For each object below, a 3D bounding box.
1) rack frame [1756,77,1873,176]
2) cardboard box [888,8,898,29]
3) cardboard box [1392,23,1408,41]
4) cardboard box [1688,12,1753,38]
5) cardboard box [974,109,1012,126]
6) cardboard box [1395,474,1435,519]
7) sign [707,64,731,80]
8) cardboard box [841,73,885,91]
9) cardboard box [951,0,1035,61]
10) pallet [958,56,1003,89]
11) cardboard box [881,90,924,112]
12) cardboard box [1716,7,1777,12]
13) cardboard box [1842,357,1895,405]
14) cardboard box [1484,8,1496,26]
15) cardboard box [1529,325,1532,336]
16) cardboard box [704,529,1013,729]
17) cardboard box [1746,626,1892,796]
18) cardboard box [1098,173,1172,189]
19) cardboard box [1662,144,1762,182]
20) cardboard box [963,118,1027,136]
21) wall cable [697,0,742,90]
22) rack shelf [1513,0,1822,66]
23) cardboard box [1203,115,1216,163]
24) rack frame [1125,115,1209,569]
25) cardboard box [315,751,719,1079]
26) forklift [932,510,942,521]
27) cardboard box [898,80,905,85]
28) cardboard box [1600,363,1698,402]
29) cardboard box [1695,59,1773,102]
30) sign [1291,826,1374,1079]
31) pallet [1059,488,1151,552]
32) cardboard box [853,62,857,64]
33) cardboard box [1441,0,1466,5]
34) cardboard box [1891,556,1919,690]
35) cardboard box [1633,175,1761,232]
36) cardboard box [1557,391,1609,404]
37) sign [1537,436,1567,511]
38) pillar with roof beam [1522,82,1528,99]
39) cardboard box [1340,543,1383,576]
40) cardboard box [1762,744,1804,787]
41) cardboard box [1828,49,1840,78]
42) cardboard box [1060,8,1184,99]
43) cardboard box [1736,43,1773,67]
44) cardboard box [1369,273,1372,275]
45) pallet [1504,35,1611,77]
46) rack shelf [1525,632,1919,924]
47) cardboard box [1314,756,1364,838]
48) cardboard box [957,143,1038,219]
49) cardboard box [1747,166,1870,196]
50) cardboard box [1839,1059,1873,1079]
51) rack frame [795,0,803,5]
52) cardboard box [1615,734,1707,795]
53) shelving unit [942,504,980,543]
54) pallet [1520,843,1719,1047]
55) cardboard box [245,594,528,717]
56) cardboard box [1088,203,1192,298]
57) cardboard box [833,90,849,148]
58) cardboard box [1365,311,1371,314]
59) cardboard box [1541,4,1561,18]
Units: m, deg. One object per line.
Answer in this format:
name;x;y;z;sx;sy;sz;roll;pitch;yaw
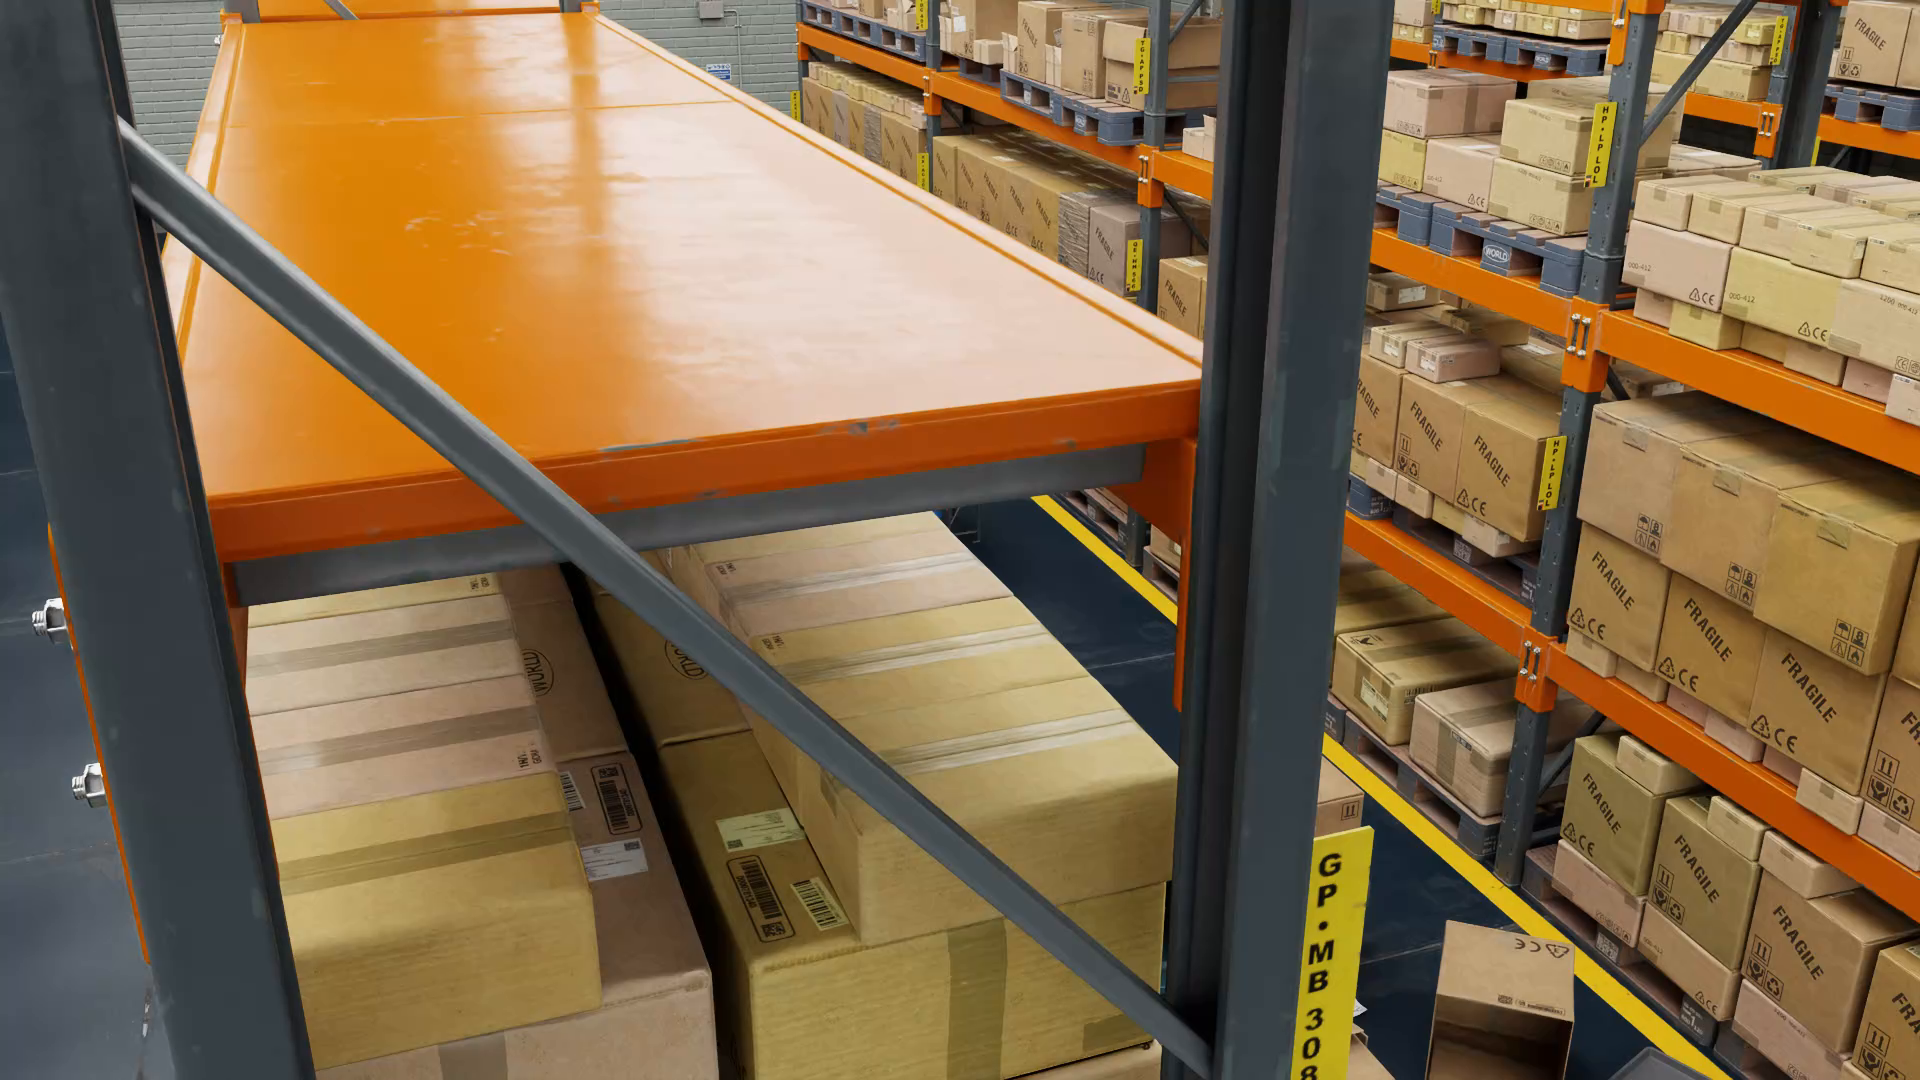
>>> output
rack frame;6.263;-1.962;12.543;1.000;3.000;0.127;-8;24;-19
cardboard box;-0.410;-4.523;14.412;0.380;0.149;0.250;-8;24;-18
cardboard box;4.363;-4.861;15.884;0.380;0.149;0.250;-8;24;-19
cardboard box;5.730;-3.880;12.528;0.380;0.149;0.250;-9;25;-21
cardboard box;0.339;-3.689;14.389;0.380;0.149;0.250;-9;24;-20
cardboard box;2.393;-0.240;8.240;0.380;0.149;0.250;-9;24;-20
sign;-3.286;-6.372;22.659;0.327;0.218;0.001;-8;24;-19
cardboard box;-0.943;-4.448;16.191;0.380;0.149;0.250;-8;24;-18
cardboard box;0.248;-3.995;12.835;0.500;0.500;0.500;-9;24;-20
pallet;0.578;-3.701;13.053;0.805;0.209;1.217;-9;25;-21
cardboard box;-0.497;-3.985;15.092;0.380;0.149;0.250;-9;24;-19
cardboard box;6.102;-4.044;12.918;0.380;0.149;0.250;-7;24;-17
cardboard box;3.281;-0.573;5.709;0.380;0.149;0.250;-9;25;-21
cardboard box;4.824;-4.581;14.549;0.380;0.149;0.250;-8;24;-19
cardboard box;5.180;-1.876;15.018;0.500;0.500;0.500;-9;25;-21
cardboard box;-0.146;0.120;2.367;0.380;0.149;0.250;-9;24;-20
cardboard box;3.293;0.552;6.066;0.500;0.500;0.500;-9;24;-19
cardboard box;1.323;-2.368;12.091;0.500;0.500;0.500;-8;24;-17
cardboard box;3.203;-1.600;7.475;0.500;0.250;0.500;-9;24;-20
cardboard box;0.266;-3.446;14.648;0.500;0.500;0.500;-8;24;-19
wall cable;-3.219;-6.715;22.471;0.585;1.953;0.123;-8;24;-19
rack shelf;2.328;-2.802;8.252;1.077;0.370;4.000;-8;24;-19
cardboard box;1.663;-2.369;9.821;0.396;0.266;0.258;-8;24;-19
rack frame;1.621;-1.280;10.924;1.000;3.000;0.127;-8;24;-19
cardboard box;-0.582;0.514;1.948;0.500;0.250;0.500;-8;24;-18
forklift;-1.451;-0.683;9.597;1.130;2.935;3.031;19;29;37
cardboard box;-0.389;-4.433;16.155;0.380;0.149;0.250;-8;24;-18
cardboard box;3.199;-0.721;7.712;0.380;0.149;0.250;-8;24;-19
cardboard box;5.855;-3.428;12.353;0.500;0.250;0.500;-9;25;-21
sign;0.373;0.448;1.737;0.100;0.325;0.005;-8;24;-19
pallet;1.413;-0.292;12.170;1.003;0.211;1.213;-8;24;-19
cardboard box;-0.891;-4.889;17.237;0.380;0.149;0.250;-8;24;-18
cardboard box;4.546;-4.890;14.899;0.380;0.149;0.250;-8;24;-17
cardboard box;3.568;0.271;5.445;0.700;0.500;0.500;-9;24;-19
cardboard box;2.840;-1.301;6.409;0.380;0.149;0.250;-9;24;-20
cardboard box;3.137;-0.413;7.814;0.500;0.500;0.500;-8;24;-18
sign;2.516;-0.282;7.067;0.100;0.325;0.005;-8;24;-19
pillar with roof beam;1.420;-5.966;14.318;9.100;9.000;0.400;-8;24;-19
cardboard box;2.079;0.211;10.229;0.950;0.372;0.625;-9;24;-20
cardboard box;3.284;0.812;6.284;0.380;0.149;0.250;-8;24;-19
cardboard box;6.102;-3.308;11.505;0.380;0.166;0.250;-8;24;-19
cardboard box;1.094;-3.235;11.032;0.700;0.500;0.500;-10;25;-22
cardboard box;5.913;-3.555;12.140;0.380;0.149;0.250;-8;24;-18
cardboard box;2.235;-1.343;10.022;0.500;0.500;0.500;-9;24;-20
pallet;5.384;-4.088;13.967;1.213;0.211;1.003;-8;24;-19
rack shelf;3.741;1.232;5.891;1.077;0.370;4.000;-8;24;-19
cardboard box;1.379;1.232;7.209;0.500;0.500;0.500;-8;24;-19
cardboard box;0.300;-2.860;13.256;0.500;0.500;0.500;-8;24;-19
cardboard box;3.350;-1.375;6.585;0.380;0.149;0.250;-8;24;-18
cardboard box;3.544;2.065;5.988;0.500;0.250;0.500;-9;25;-21
rack frame;-1.205;-6.951;16.656;1.000;3.000;0.127;-8;24;-19
cardboard box;2.978;0.908;6.933;0.380;0.149;0.250;-8;24;-18
shelving unit;-0.058;-0.613;11.660;0.258;1.200;0.503;-8;24;-19
pallet;3.304;1.698;7.450;1.003;0.211;1.213;-8;24;-19
cardboard box;-0.762;0.210;2.156;0.380;0.149;0.250;-8;24;-18
cardboard box;1.194;-1.938;11.071;0.500;0.500;0.500;-9;24;-20
cardboard box;-0.924;-4.107;16.216;0.500;0.500;0.500;-9;24;-19
cardboard box;1.948;-1.081;9.399;0.500;0.500;0.500;-8;24;-18
cardboard box;5.065;-4.431;13.810;0.380;0.149;0.250;-8;24;-19
